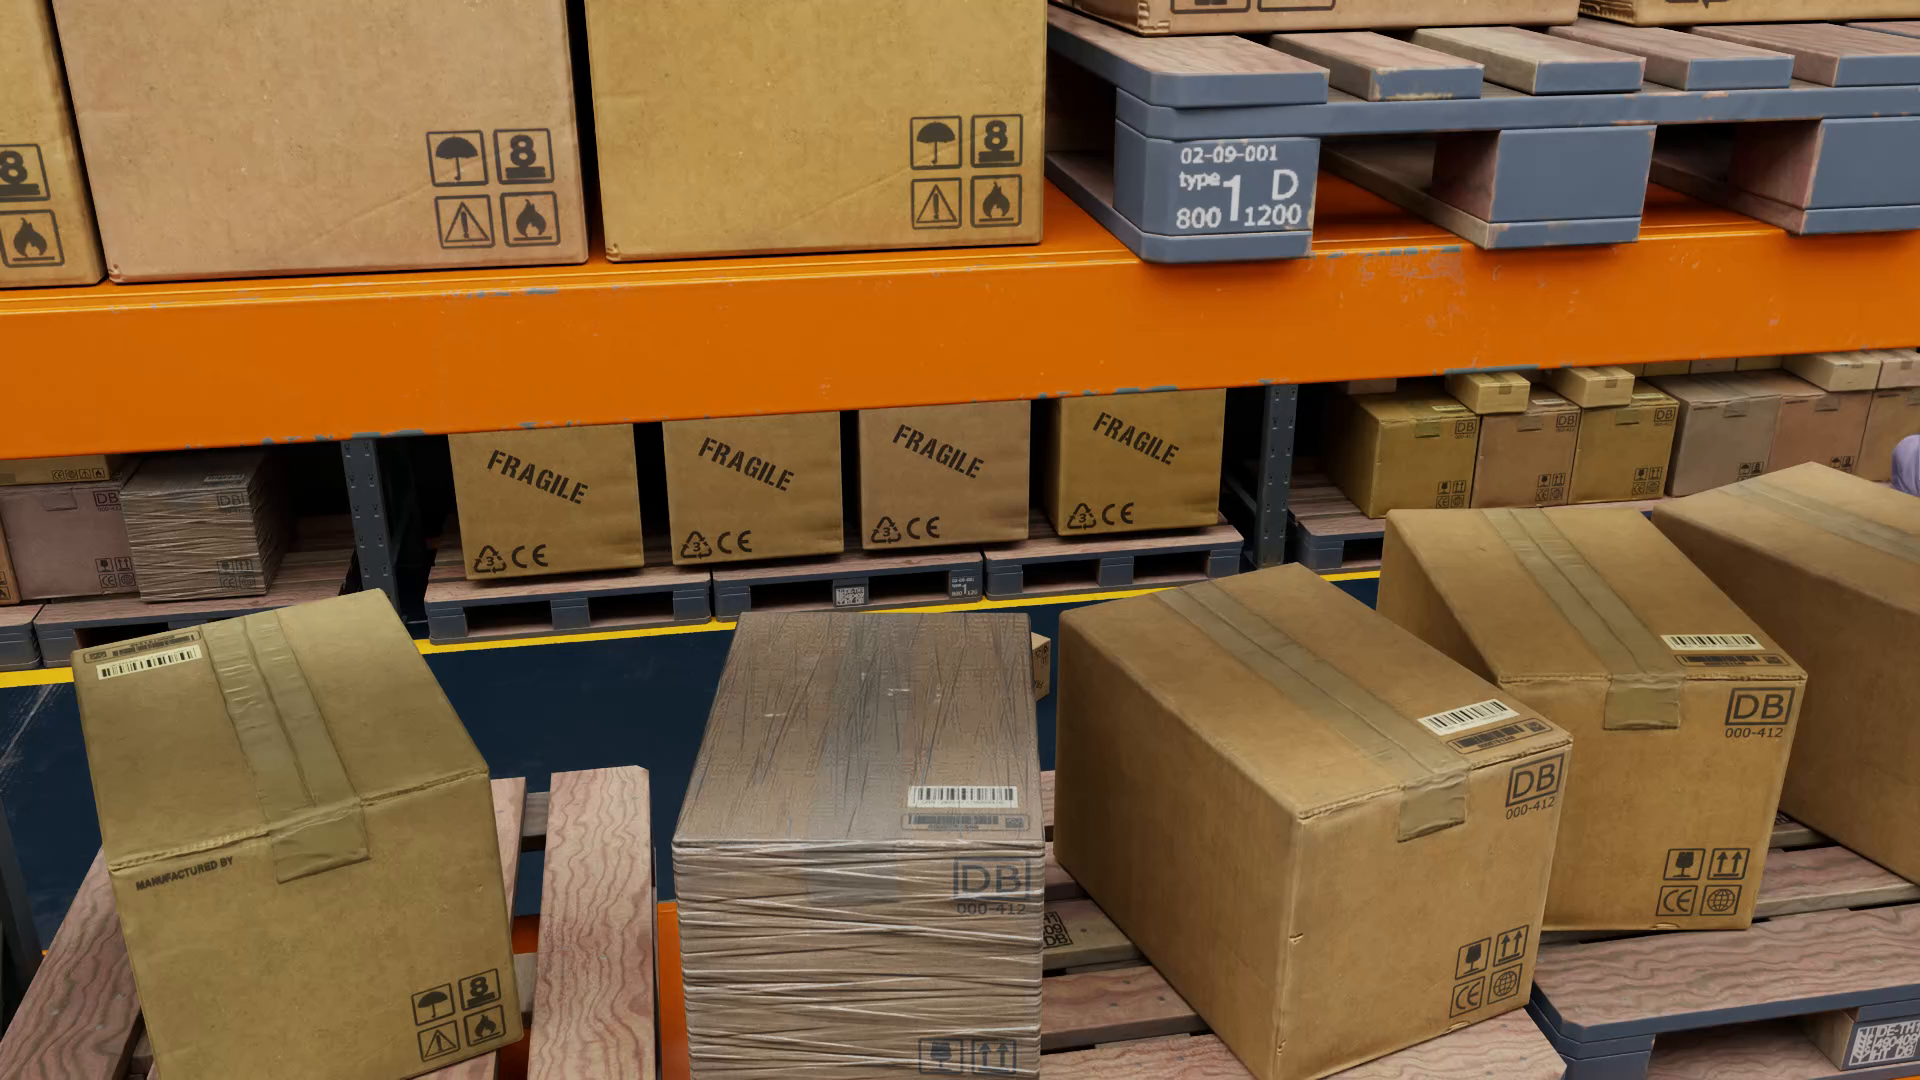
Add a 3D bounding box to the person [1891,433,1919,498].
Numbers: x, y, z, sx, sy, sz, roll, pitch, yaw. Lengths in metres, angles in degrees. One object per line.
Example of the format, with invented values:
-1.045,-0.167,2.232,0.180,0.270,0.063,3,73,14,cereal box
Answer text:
3.286,0.198,5.660,0.996,1.596,0.528,0,23,1,person
